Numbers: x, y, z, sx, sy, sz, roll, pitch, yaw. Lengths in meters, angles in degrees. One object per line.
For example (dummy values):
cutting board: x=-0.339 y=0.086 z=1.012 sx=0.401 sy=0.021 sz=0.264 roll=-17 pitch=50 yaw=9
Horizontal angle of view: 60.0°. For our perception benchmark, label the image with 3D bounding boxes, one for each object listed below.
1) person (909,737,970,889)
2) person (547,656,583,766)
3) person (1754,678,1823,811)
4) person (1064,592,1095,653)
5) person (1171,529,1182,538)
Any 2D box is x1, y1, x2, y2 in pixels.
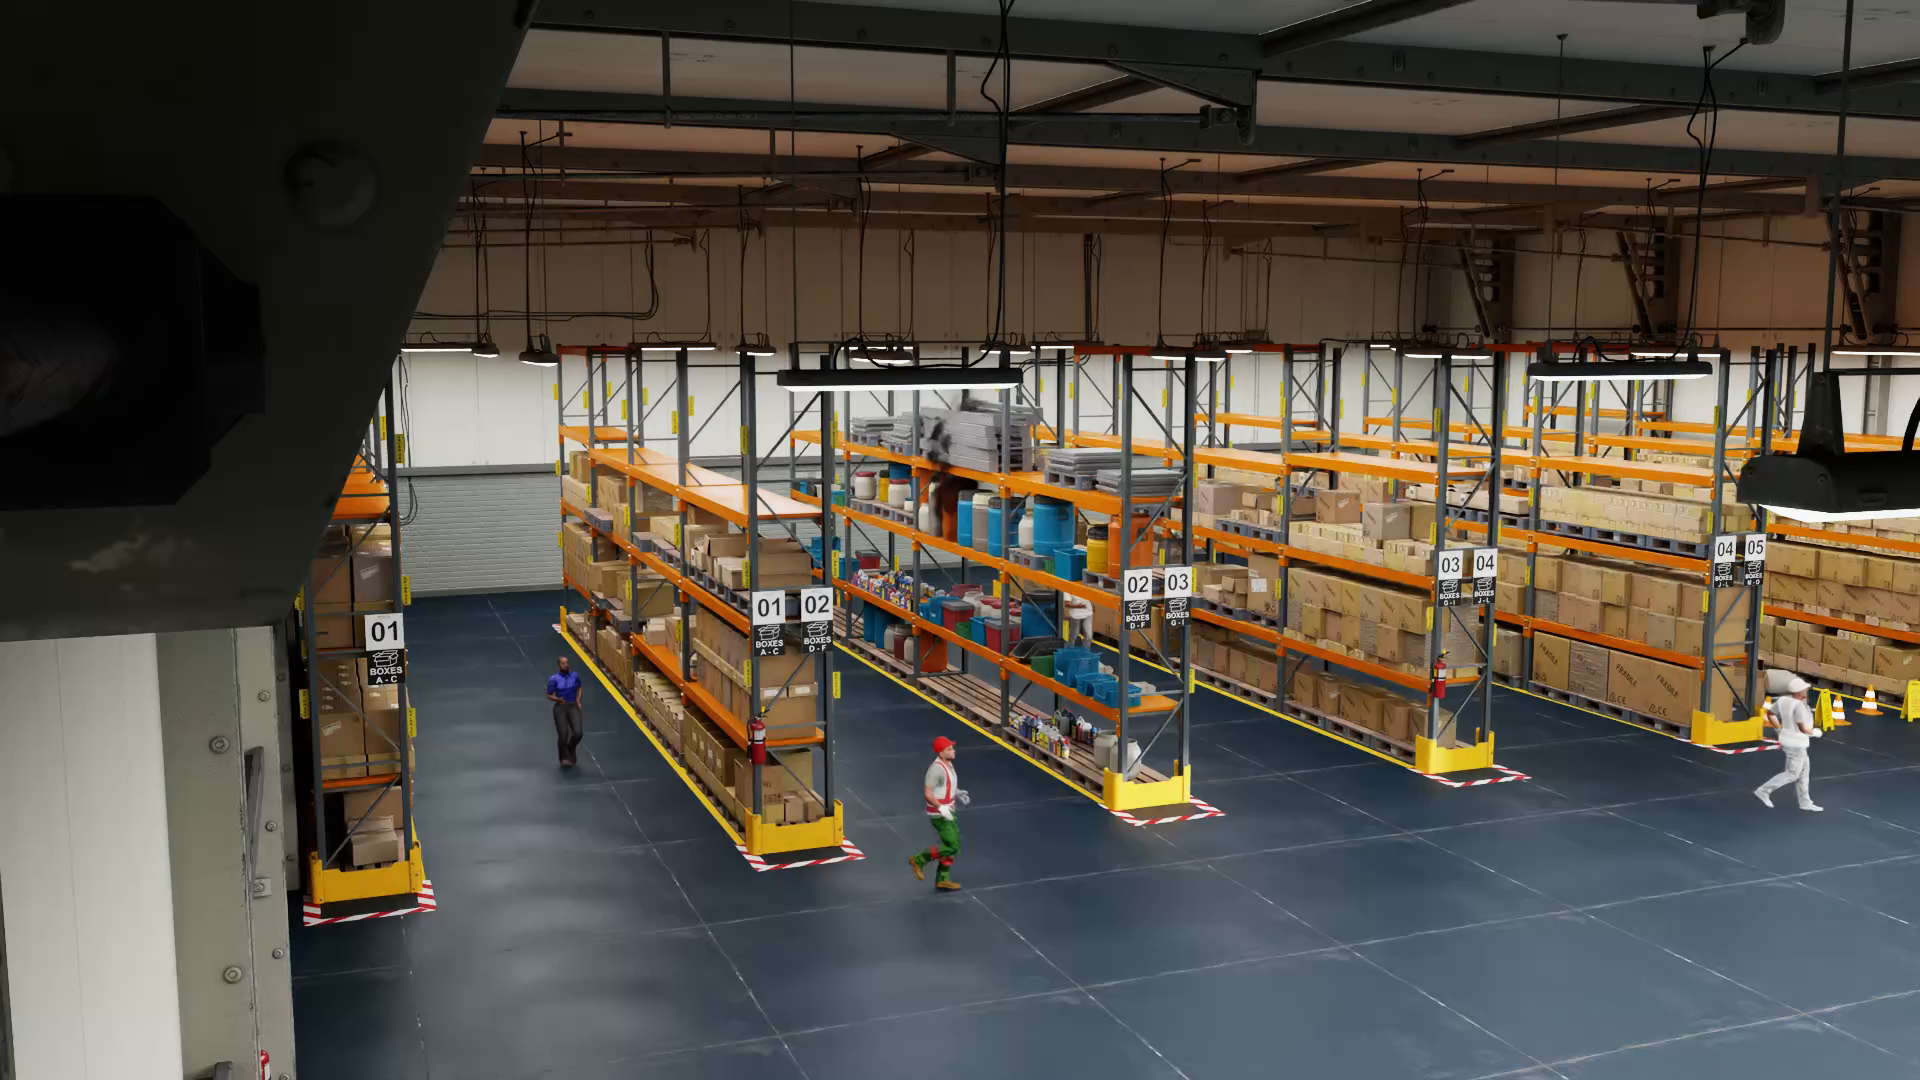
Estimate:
person: x=-0.231 y=3.084 z=18.865 sx=0.647 sy=1.755 sz=0.650 roll=1 pitch=7 yaw=11
person: x=-5.654 y=2.480 z=23.992 sx=0.563 sy=1.618 sz=0.572 roll=-4 pitch=8 yaw=-29
person: x=10.897 y=2.690 z=21.777 sx=0.917 sy=1.783 sz=0.679 roll=1 pitch=7 yaw=7
person: x=2.174 y=1.428 z=29.834 sx=0.707 sy=1.871 sz=0.744 roll=-3 pitch=8 yaw=-24
person: x=5.290 y=0.221 z=41.427 sx=0.656 sy=1.726 sz=0.719 roll=-4 pitch=8 yaw=-27
